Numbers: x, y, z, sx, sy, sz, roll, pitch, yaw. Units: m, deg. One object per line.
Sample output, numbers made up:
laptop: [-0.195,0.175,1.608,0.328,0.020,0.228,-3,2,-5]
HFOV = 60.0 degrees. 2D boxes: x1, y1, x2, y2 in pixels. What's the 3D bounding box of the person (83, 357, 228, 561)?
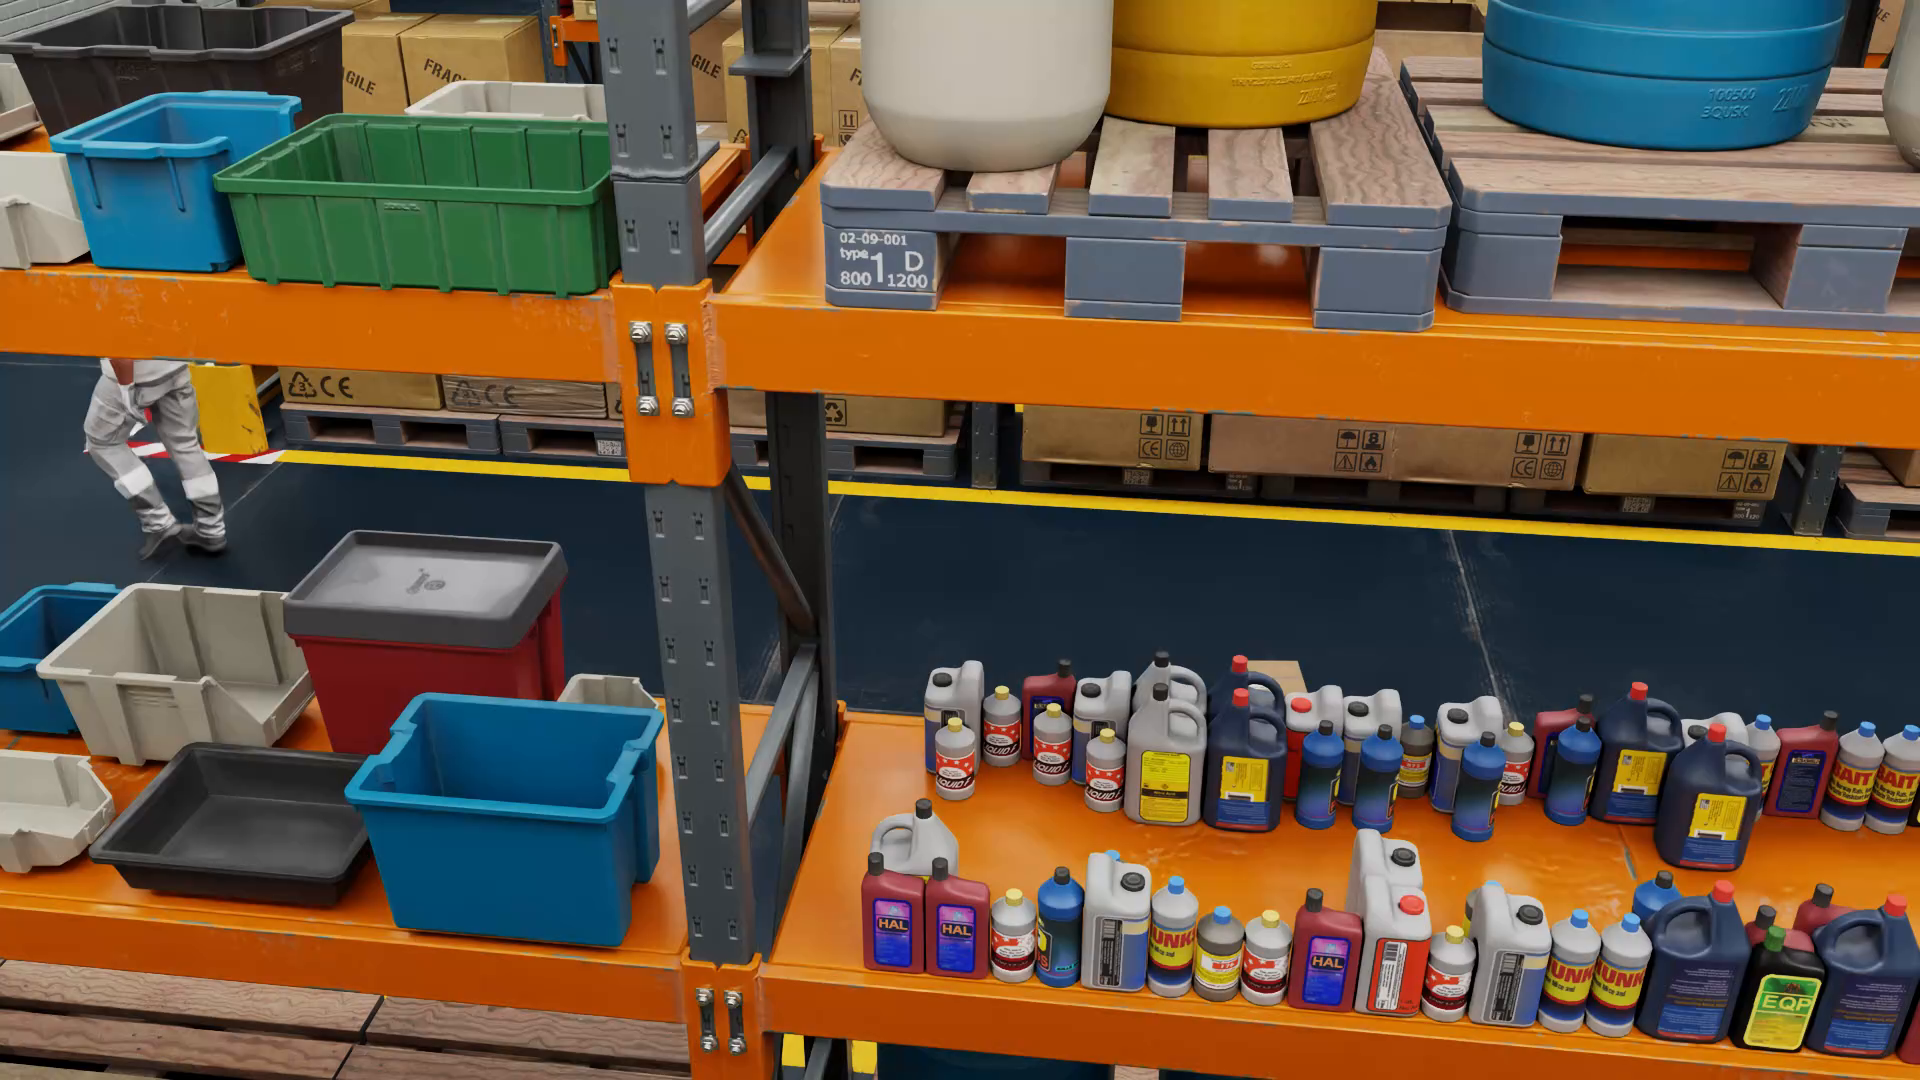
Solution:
person: [-3.684,-0.758,7.489,0.481,1.814,0.553,10,30,18]
